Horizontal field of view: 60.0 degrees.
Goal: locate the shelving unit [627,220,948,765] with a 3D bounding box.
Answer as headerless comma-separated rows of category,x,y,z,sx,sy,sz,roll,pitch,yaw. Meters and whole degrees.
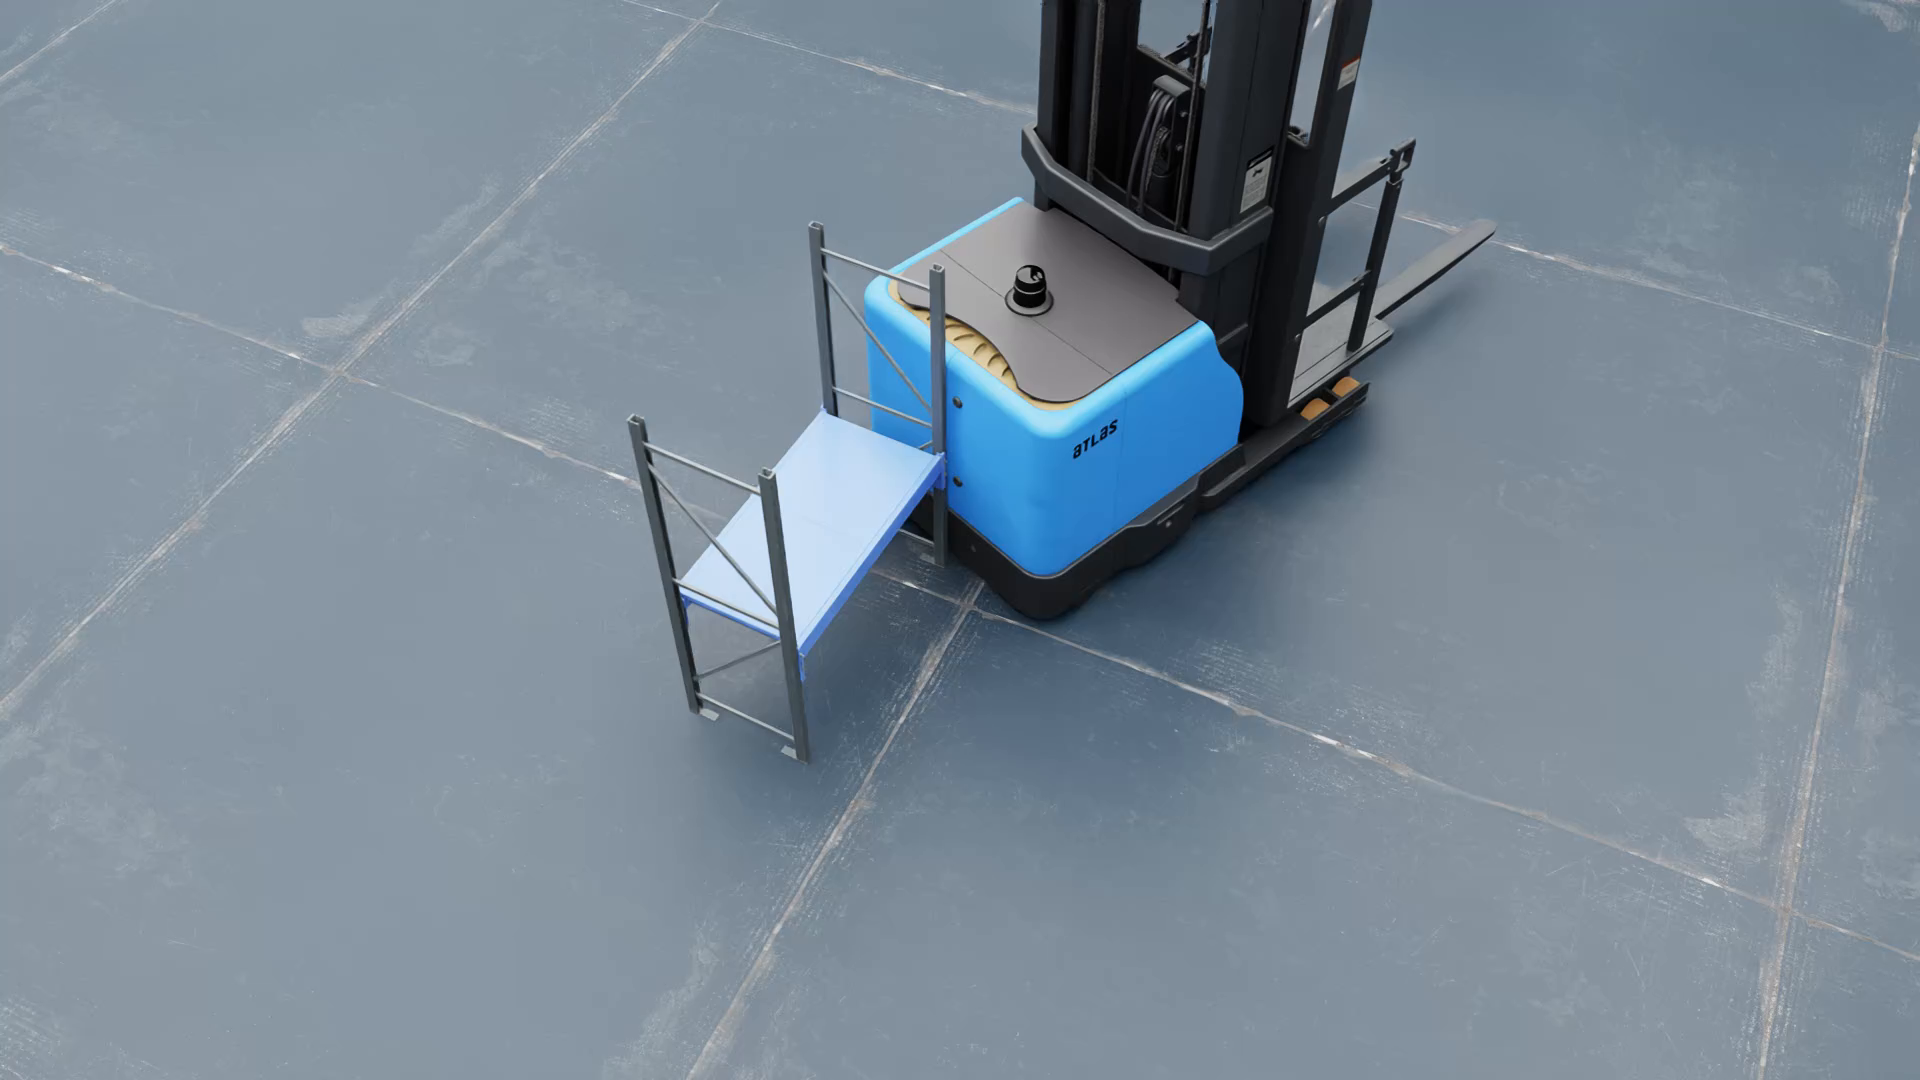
shelving unit,-0.515,-0.129,5.690,0.538,1.500,1.048,22,53,18

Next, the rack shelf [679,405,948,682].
rack shelf,-0.515,-0.013,5.827,0.538,0.185,1.000,22,53,18

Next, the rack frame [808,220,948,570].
rack frame,-0.275,-0.470,5.981,0.500,1.500,0.032,22,53,18

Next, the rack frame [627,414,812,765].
rack frame,-0.755,0.212,5.400,0.500,1.500,0.032,22,53,18

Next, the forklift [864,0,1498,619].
forklift,1.073,-1.642,6.037,3.031,2.935,1.130,-34,58,-26
